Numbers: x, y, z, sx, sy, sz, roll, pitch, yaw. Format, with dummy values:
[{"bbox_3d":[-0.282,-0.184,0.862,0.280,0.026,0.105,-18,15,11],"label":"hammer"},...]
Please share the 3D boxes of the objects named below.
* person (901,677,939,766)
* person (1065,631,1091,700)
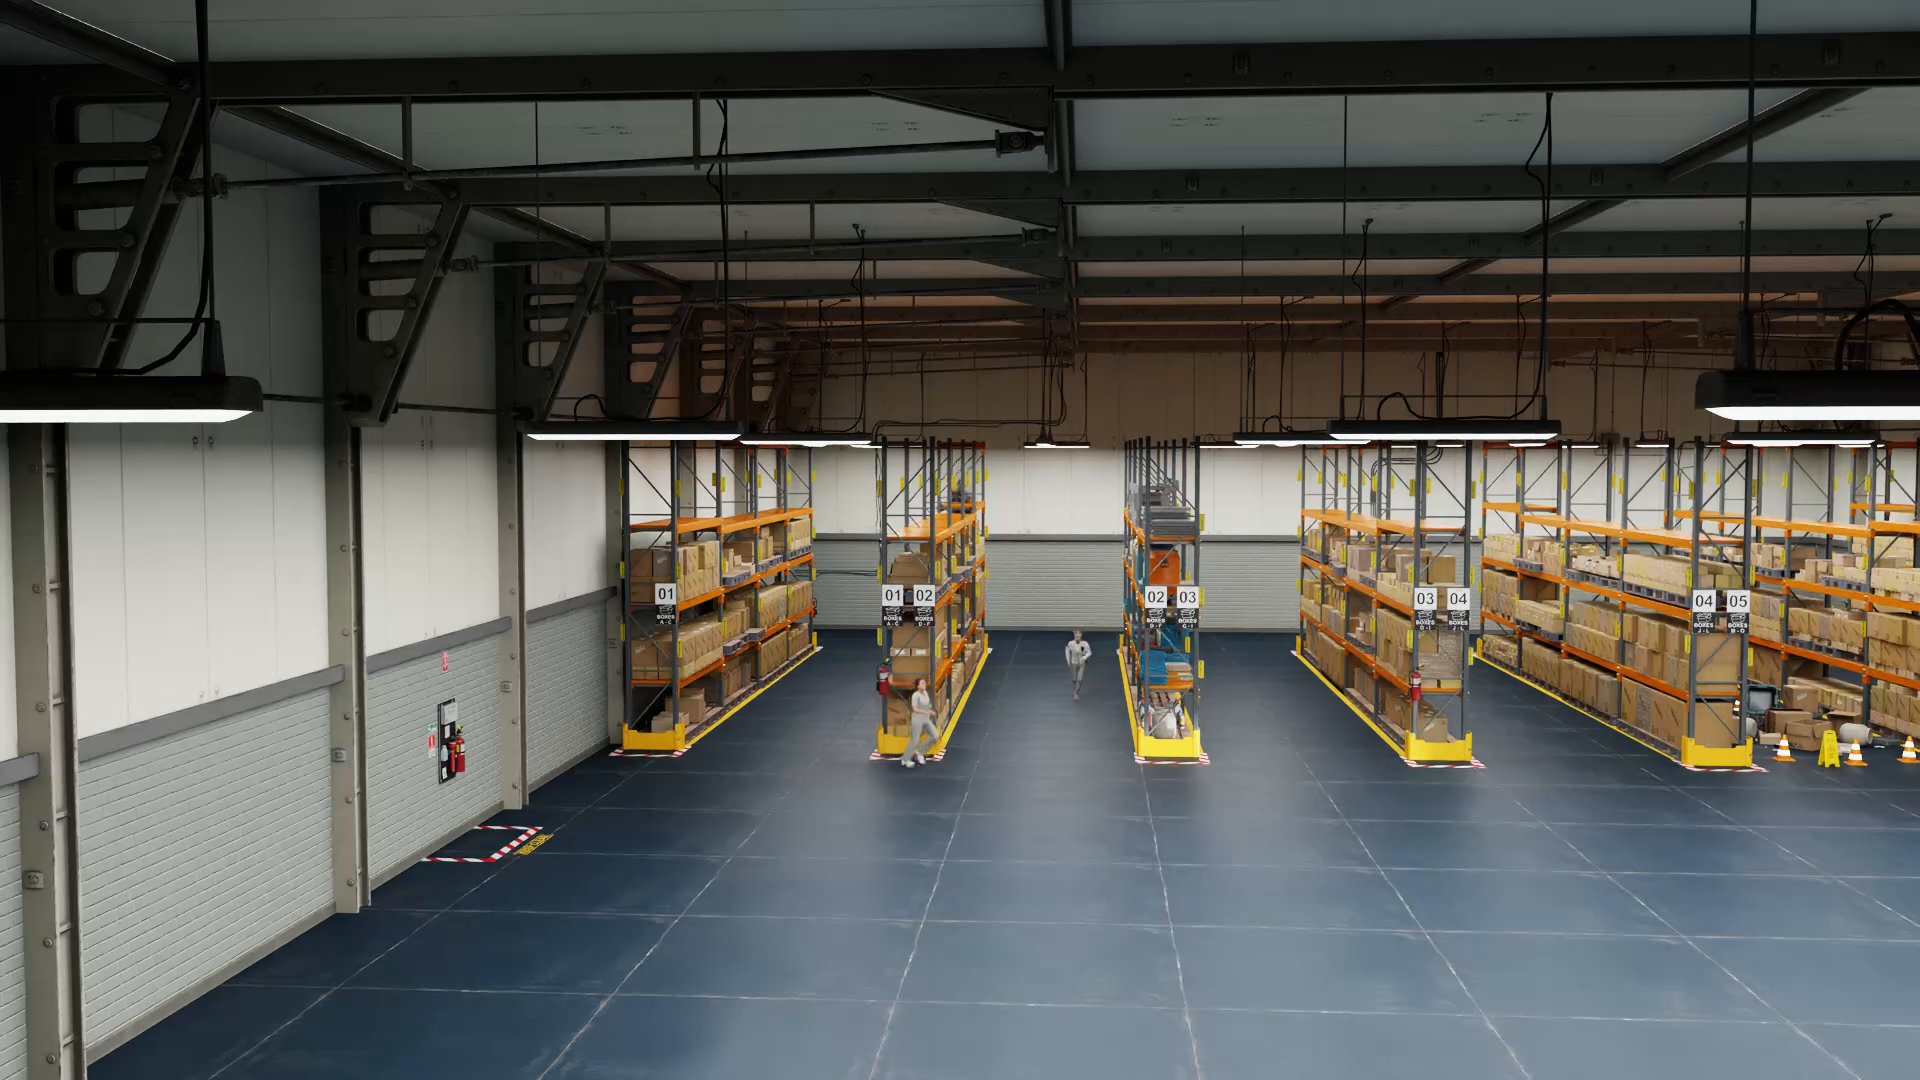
[{"bbox_3d":[-0.695,3.281,30.064,0.792,1.622,0.582,3,4,40],"label":"person"},{"bbox_3d":[2.733,2.882,38.431,0.607,1.619,0.691,0,3,6],"label":"person"}]
